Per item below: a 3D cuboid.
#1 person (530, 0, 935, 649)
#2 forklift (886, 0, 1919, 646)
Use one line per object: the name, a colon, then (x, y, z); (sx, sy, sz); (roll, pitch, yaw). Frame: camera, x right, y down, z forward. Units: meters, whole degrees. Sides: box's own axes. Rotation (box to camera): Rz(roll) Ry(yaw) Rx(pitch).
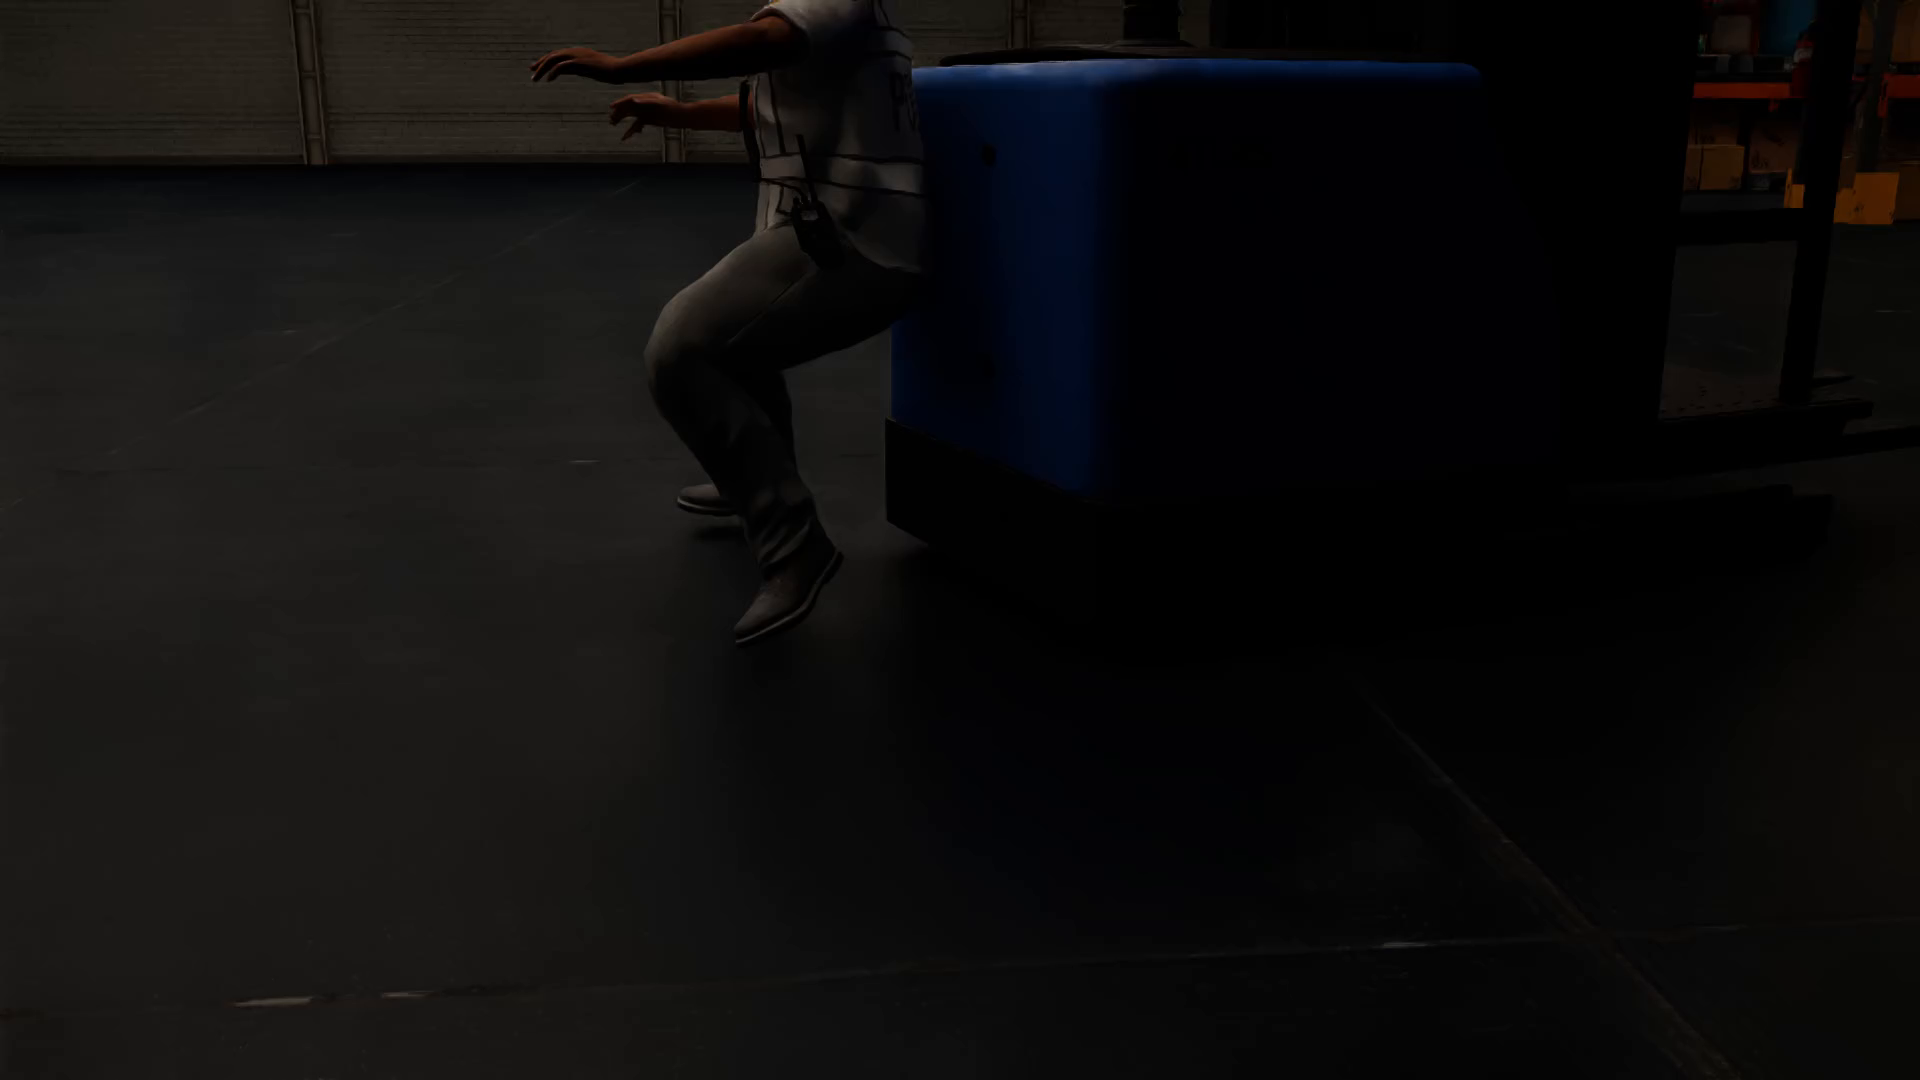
person: (-0.398, -0.626, 3.361); (0.683, 1.434, 1.113); (1, 15, 5)
forklift: (1.388, -1.456, 3.710); (3.031, 2.935, 1.130); (-7, 16, -25)
